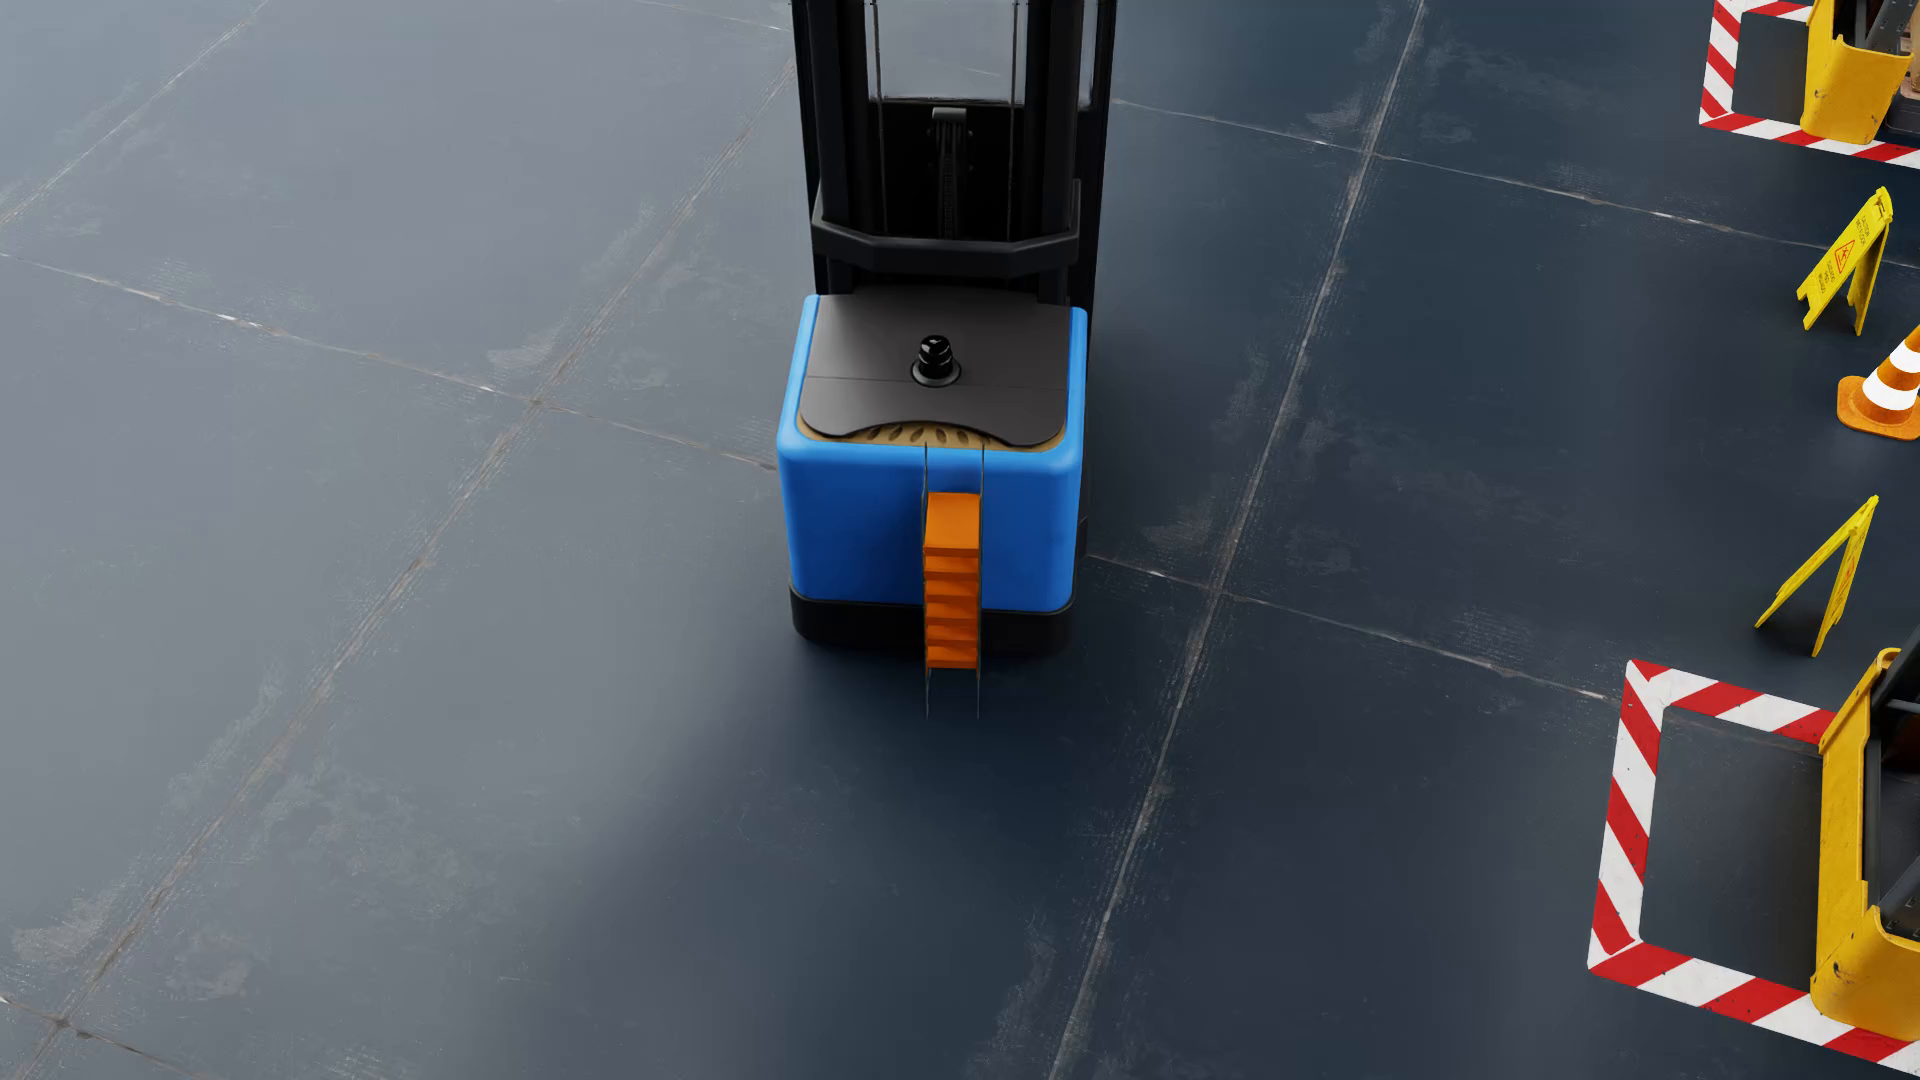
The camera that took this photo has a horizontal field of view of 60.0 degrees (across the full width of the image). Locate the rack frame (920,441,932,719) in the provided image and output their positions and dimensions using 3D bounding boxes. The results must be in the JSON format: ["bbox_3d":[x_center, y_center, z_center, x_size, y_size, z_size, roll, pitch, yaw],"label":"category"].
[{"bbox_3d":[-0.115,0.167,5.677,0.006,1.200,0.240,2,49,2],"label":"rack frame"}]

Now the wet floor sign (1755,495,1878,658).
[{"bbox_3d":[3.199,0.099,6.104,0.232,0.644,0.267,33,57,25],"label":"wet floor sign"}]

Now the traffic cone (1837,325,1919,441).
[{"bbox_3d":[3.923,-0.711,6.926,0.334,0.463,0.336,16,51,13],"label":"traffic cone"}]

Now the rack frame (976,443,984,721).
[{"bbox_3d":[0.068,0.174,5.672,0.006,1.200,0.240,2,49,2],"label":"rack frame"}]

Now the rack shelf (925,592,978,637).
[{"bbox_3d":[-0.023,0.200,5.708,0.180,0.103,0.258,2,49,2],"label":"rack shelf"}]

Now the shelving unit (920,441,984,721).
[{"bbox_3d":[-0.023,0.171,5.675,0.189,1.200,0.258,2,49,2],"label":"shelving unit"}]

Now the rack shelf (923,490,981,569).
[{"bbox_3d":[-0.023,-0.036,5.436,0.180,0.103,0.258,2,49,2],"label":"rack shelf"}]

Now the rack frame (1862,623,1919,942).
[{"bbox_3d":[3.007,0.136,4.514,0.127,3.000,1.000,16,51,13],"label":"rack frame"}]

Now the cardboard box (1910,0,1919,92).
[{"bbox_3d":[5.286,-2.710,8.108,0.875,0.875,0.875,16,51,13],"label":"cardboard box"}]

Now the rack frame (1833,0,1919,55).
[{"bbox_3d":[4.627,-3.399,7.578,0.127,3.000,1.000,16,51,13],"label":"rack frame"}]

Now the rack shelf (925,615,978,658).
[{"bbox_3d":[-0.023,0.279,5.799,0.180,0.103,0.258,2,49,2],"label":"rack shelf"}]

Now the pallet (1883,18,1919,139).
[{"bbox_3d":[5.404,-2.332,8.498,1.213,0.211,1.003,16,51,13],"label":"pallet"}]

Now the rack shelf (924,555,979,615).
[{"bbox_3d":[-0.023,0.121,5.617,0.180,0.103,0.258,2,49,2],"label":"rack shelf"}]

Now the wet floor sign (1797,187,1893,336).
[{"bbox_3d":[3.914,-1.232,7.257,0.232,0.644,0.267,8,50,7],"label":"wet floor sign"}]

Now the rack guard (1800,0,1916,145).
[{"bbox_3d":[4.605,-2.587,8.528,0.348,0.500,1.175,16,51,13],"label":"rack guard"}]

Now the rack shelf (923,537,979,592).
[{"bbox_3d":[-0.023,0.043,5.527,0.180,0.103,0.258,2,49,2],"label":"rack shelf"}]

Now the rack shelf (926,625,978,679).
[{"bbox_3d":[-0.023,0.357,5.889,0.180,0.103,0.258,2,49,2],"label":"rack shelf"}]

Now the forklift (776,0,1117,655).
[{"bbox_3d":[-0.002,-1.652,6.109,1.130,2.935,3.031,3,49,3],"label":"forklift"}]

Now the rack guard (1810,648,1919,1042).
[{"bbox_3d":[3.078,0.975,5.441,0.348,0.500,1.175,16,51,13],"label":"rack guard"}]
